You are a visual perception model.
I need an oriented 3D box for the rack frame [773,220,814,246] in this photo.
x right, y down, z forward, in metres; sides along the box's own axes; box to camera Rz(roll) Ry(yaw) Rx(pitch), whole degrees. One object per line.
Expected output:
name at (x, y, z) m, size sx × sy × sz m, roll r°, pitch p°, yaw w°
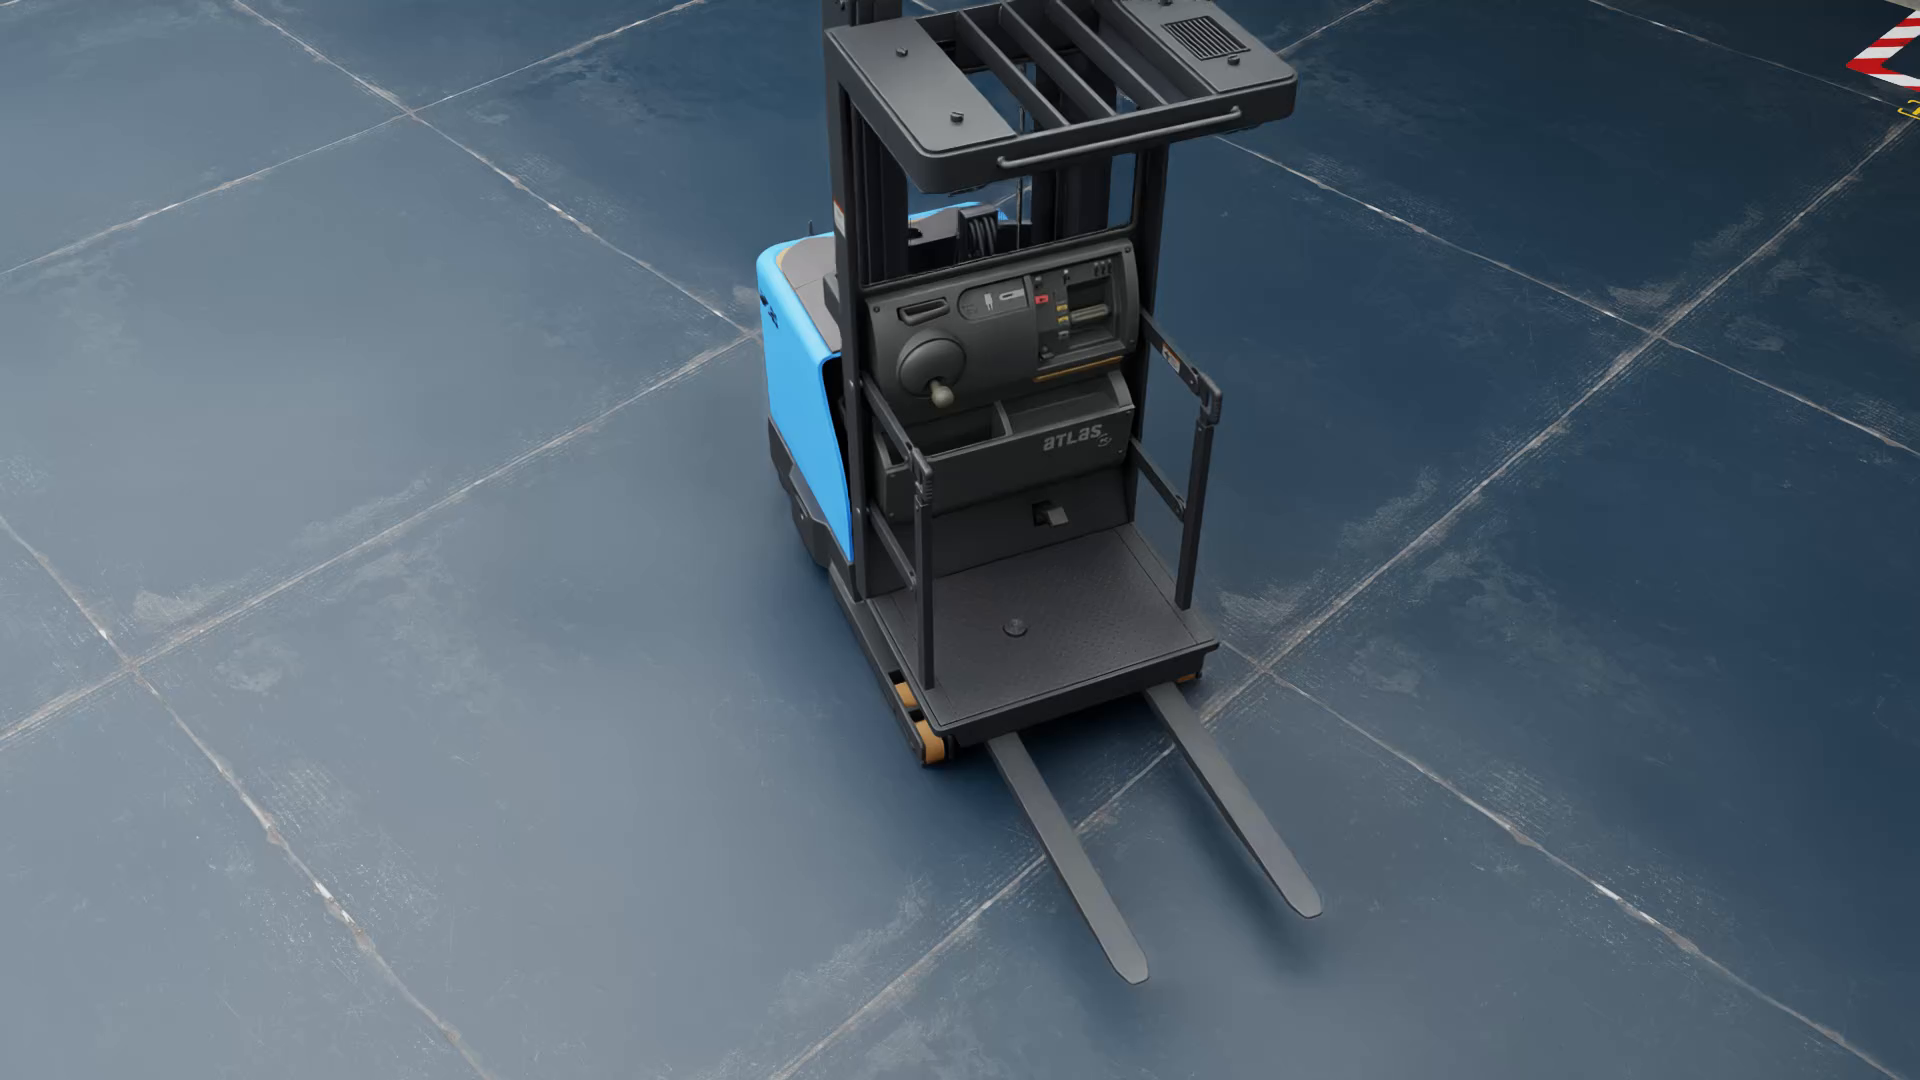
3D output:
rack frame at (-0.672, -0.918, 7.081) m, size 0.006 × 0.900 × 0.240 m, roll 25°, pitch 48°, yaw 26°

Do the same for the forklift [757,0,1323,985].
forklift at (0.238, -0.615, 5.255) m, size 1.130 × 2.935 × 3.031 m, roll -16°, pitch 45°, yaw -16°

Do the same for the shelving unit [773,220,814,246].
shelving unit at (-0.590, -0.880, 7.036) m, size 0.210 × 0.900 × 0.258 m, roll 25°, pitch 48°, yaw 26°
